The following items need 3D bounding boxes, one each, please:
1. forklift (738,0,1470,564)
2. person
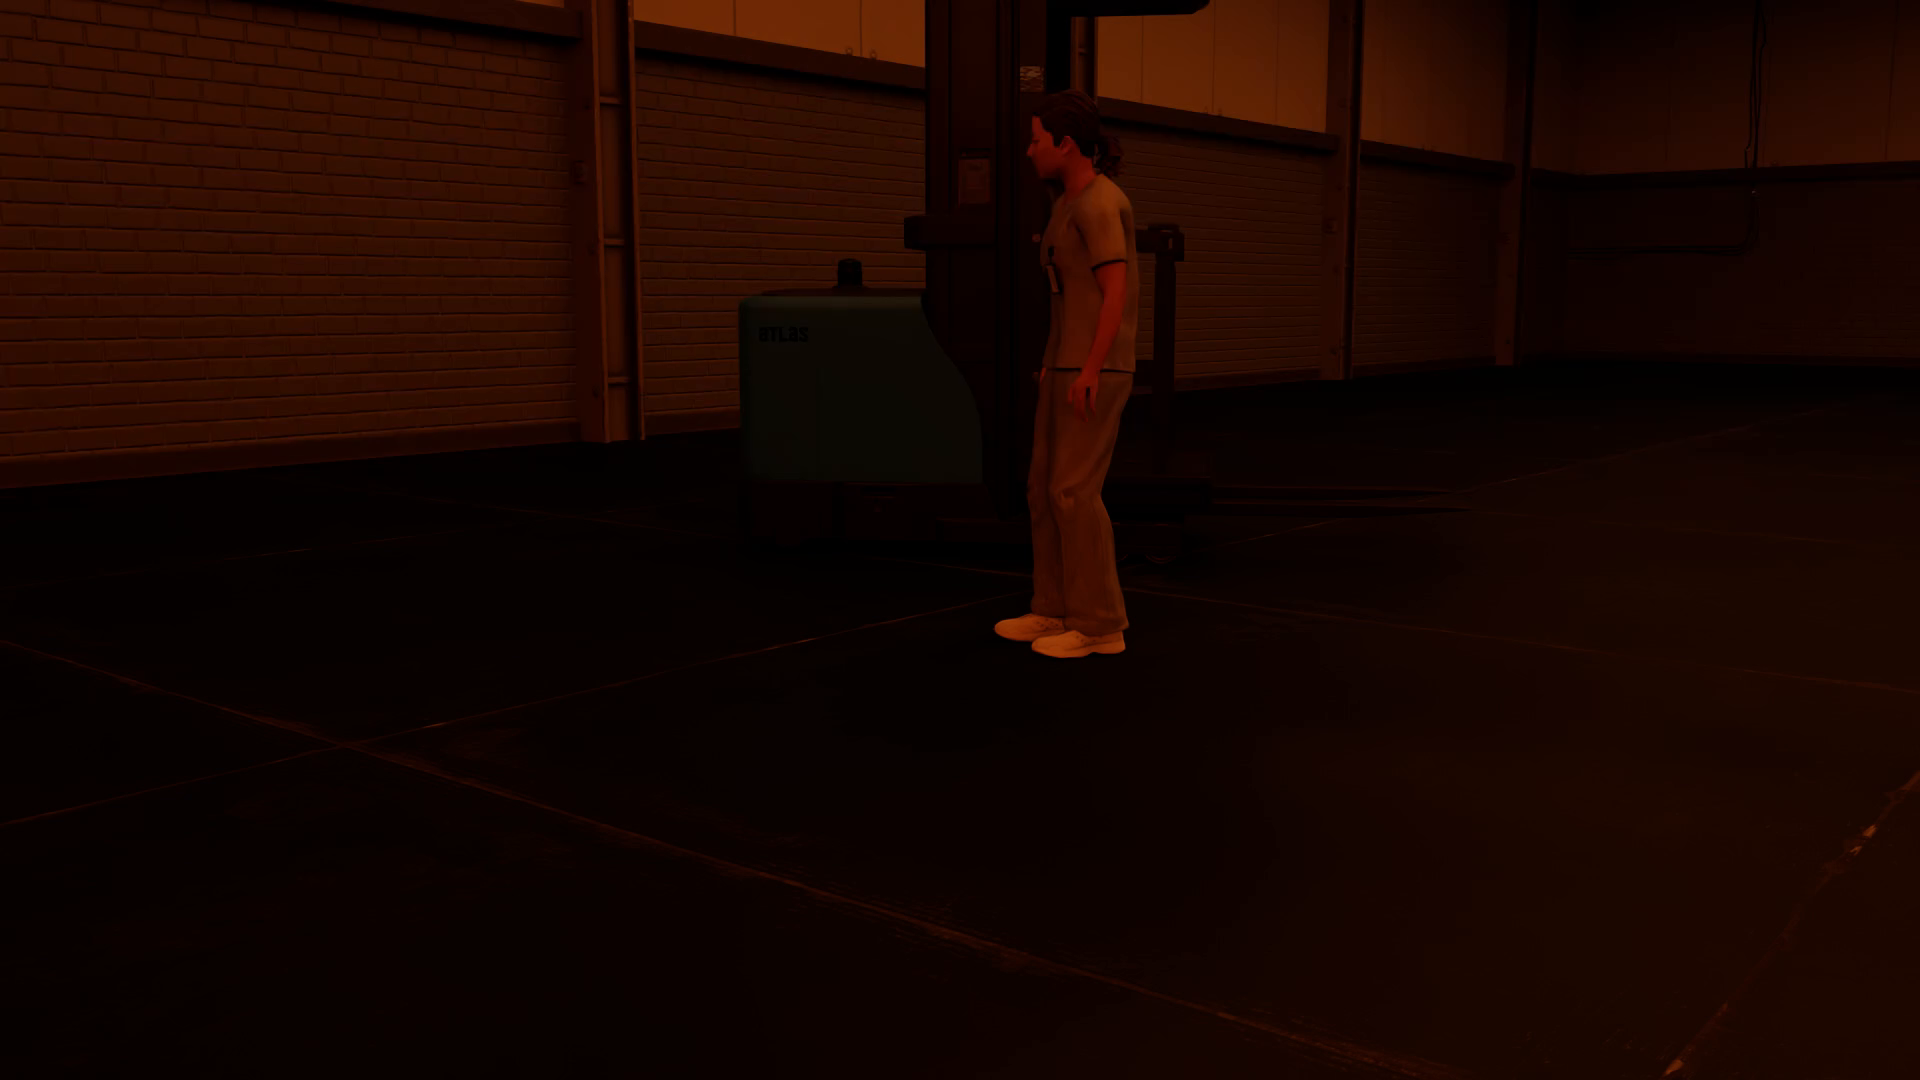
[{"bbox_3d":[0.619,-1.436,7.098,3.031,2.935,1.130,1,8,9],"label":"forklift"},{"bbox_3d":[0.329,-0.491,4.998,0.387,1.670,0.540,-2,8,-10],"label":"person"}]
